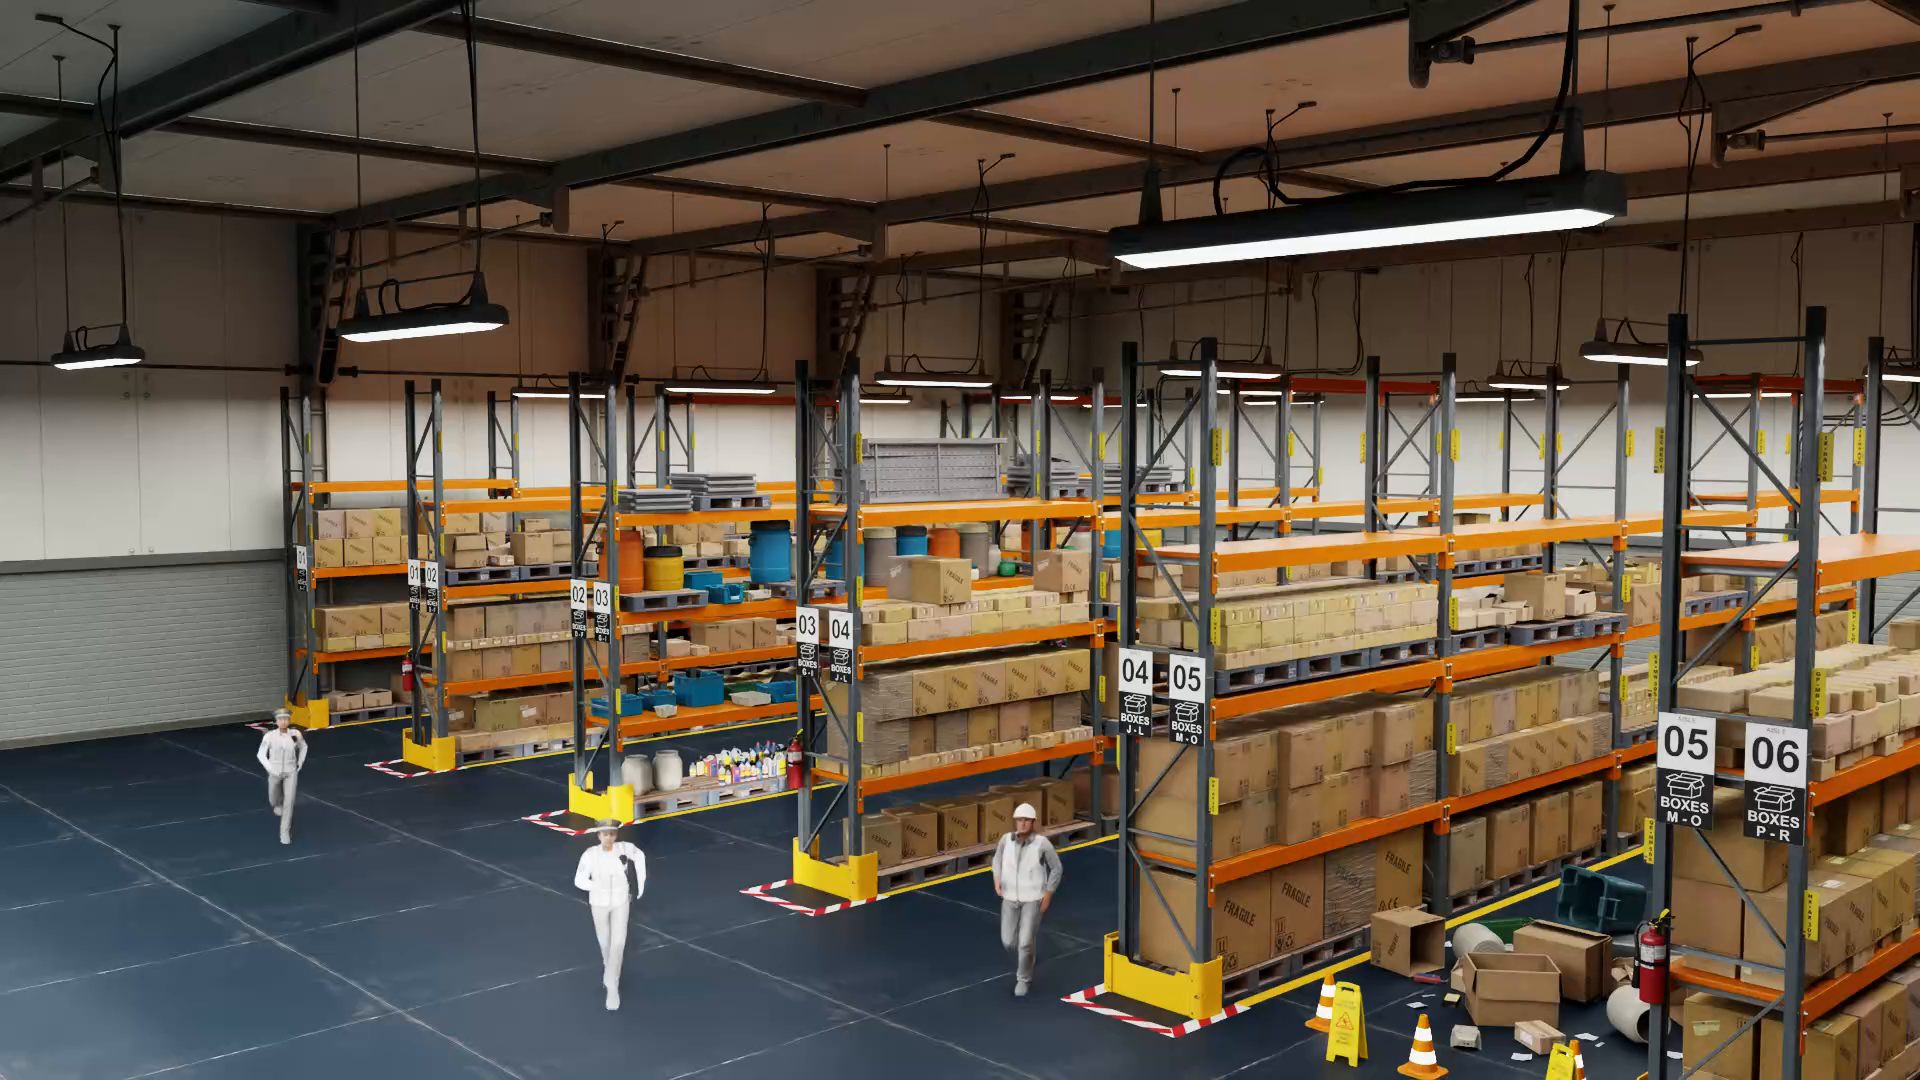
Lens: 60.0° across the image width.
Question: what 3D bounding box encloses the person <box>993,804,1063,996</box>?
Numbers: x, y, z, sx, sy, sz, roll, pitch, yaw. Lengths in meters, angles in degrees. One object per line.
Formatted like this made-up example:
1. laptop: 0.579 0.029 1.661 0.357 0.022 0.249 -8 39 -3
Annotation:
1. person: 0.609 3.320 15.514 0.692 1.750 0.562 2 4 24

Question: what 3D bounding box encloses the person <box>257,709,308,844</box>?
1. person: -8.691 2.994 21.354 0.597 1.682 0.976 -1 4 -19

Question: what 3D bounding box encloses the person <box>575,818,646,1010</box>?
1. person: -3.197 3.356 15.232 0.638 1.727 0.828 -1 4 -13
